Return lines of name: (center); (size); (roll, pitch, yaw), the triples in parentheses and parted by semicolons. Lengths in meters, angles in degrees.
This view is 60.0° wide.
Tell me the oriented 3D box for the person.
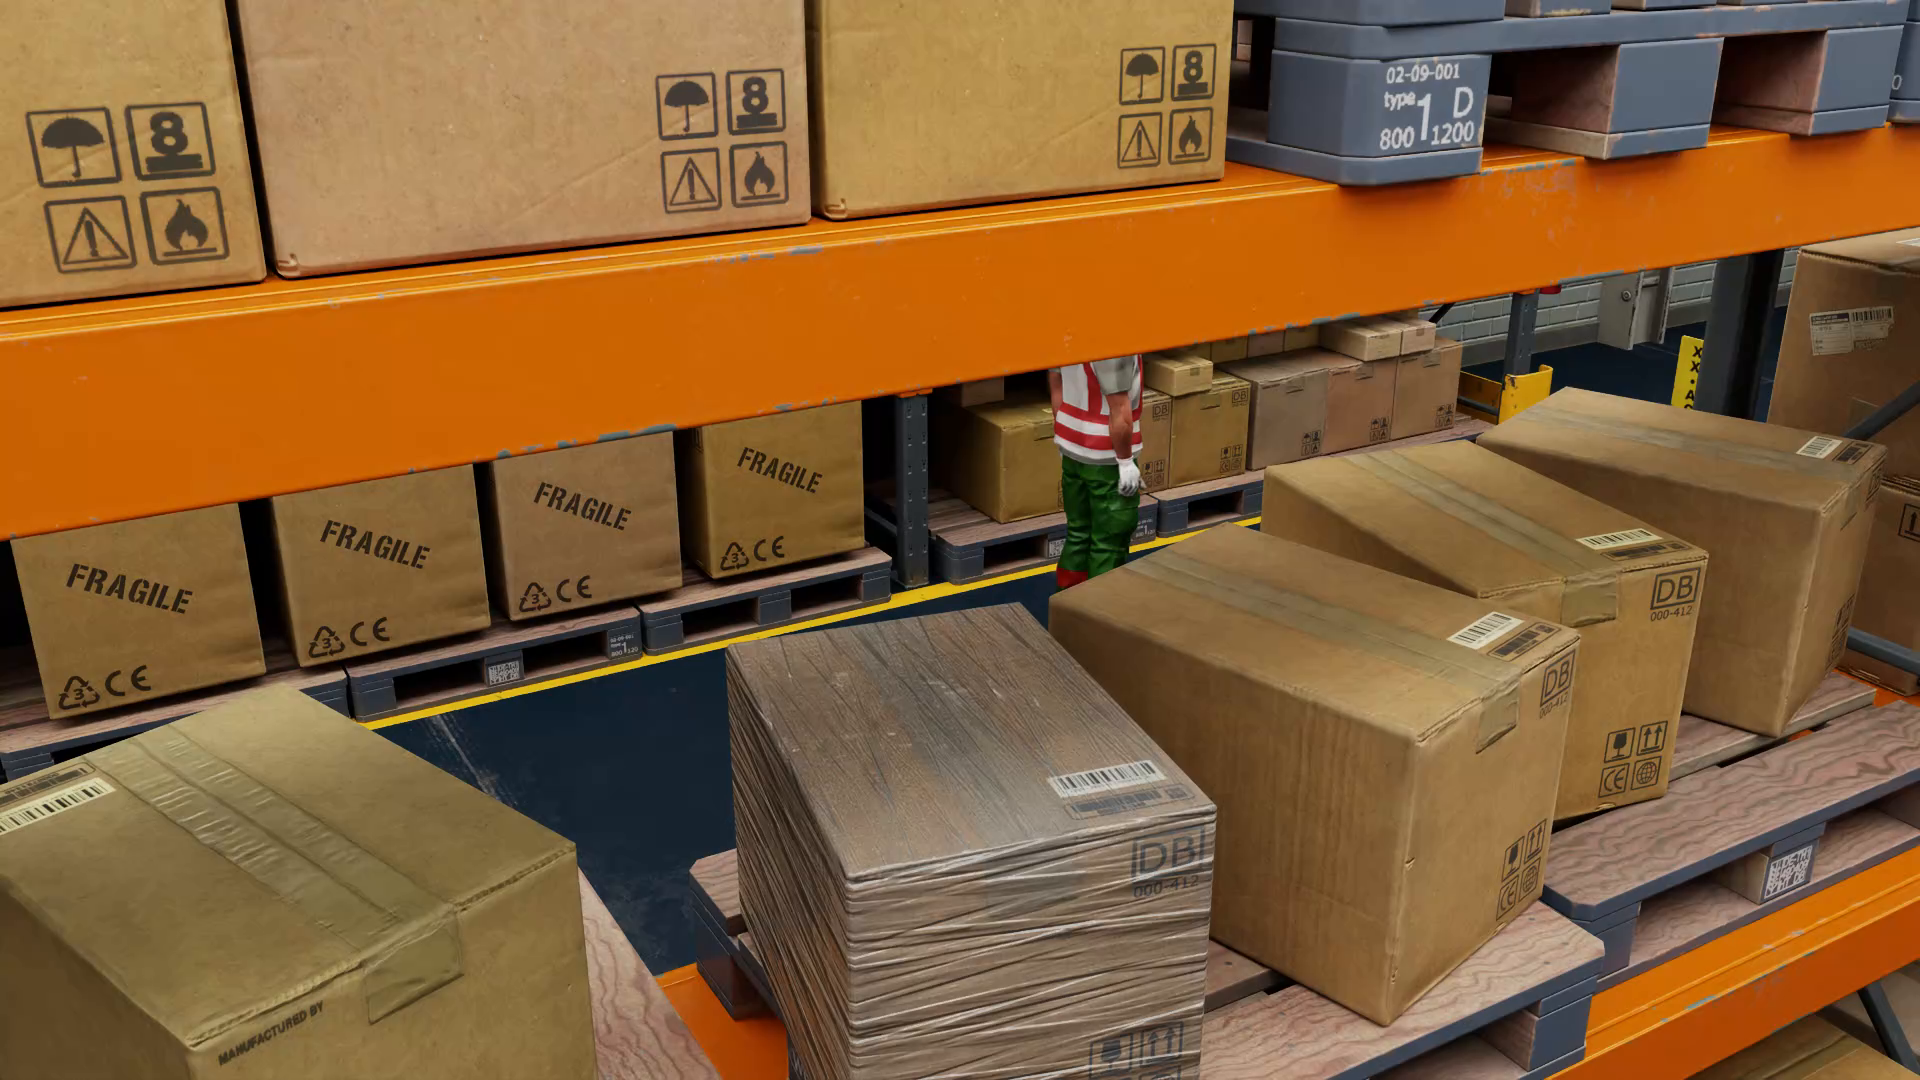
person: (0.595, -0.367, 6.977); (0.380, 1.795, 0.531); (-12, 24, -28)
